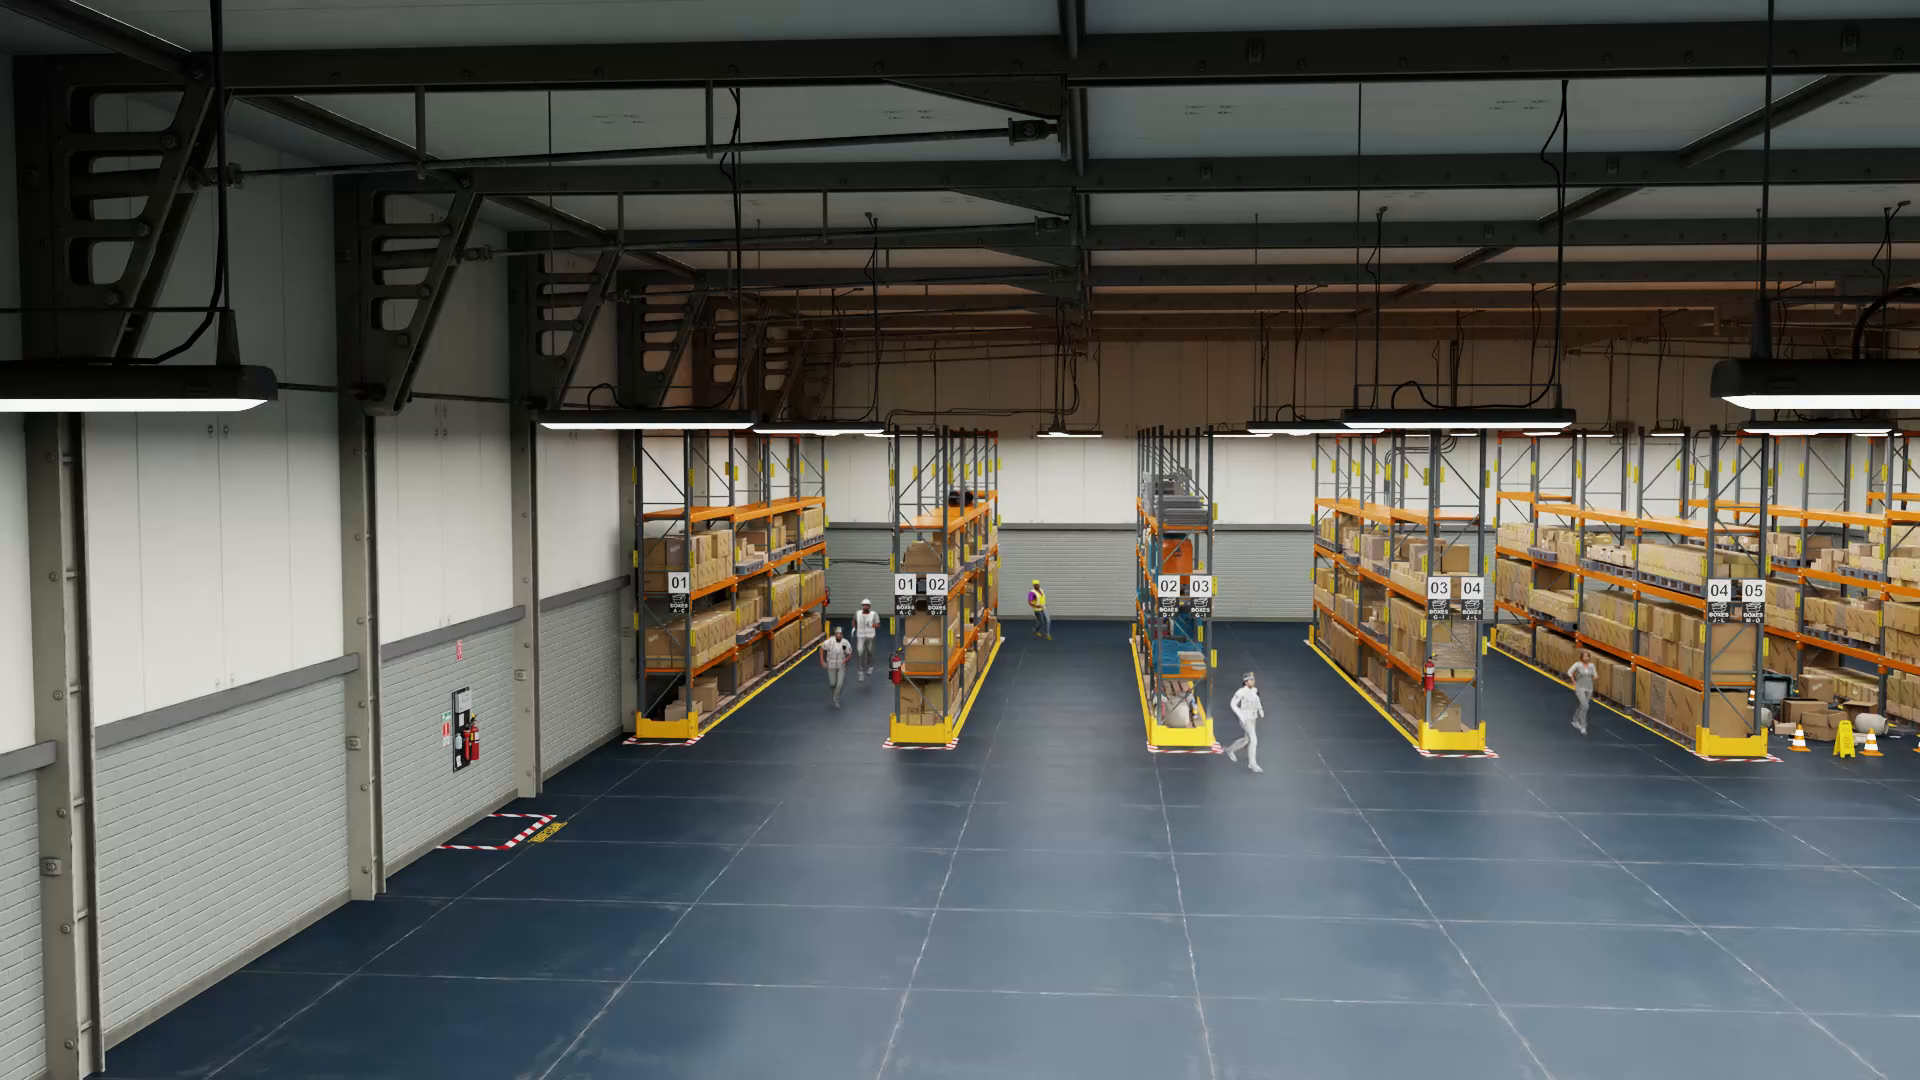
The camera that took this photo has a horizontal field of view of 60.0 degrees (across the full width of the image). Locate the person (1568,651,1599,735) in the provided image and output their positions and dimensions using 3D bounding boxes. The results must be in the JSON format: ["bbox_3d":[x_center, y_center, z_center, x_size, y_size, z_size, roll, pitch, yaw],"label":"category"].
[{"bbox_3d":[12.203,2.980,32.509,0.508,1.650,0.719,0,3,-6],"label":"person"}]

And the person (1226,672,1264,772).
[{"bbox_3d":[4.964,3.136,28.961,0.807,1.723,0.617,3,5,44],"label":"person"}]

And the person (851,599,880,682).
[{"bbox_3d":[-2.173,2.294,38.290,0.670,1.875,0.782,0,3,0],"label":"person"}]

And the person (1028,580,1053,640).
[{"bbox_3d":[2.264,1.997,47.556,0.711,1.724,0.796,-3,5,-43],"label":"person"}]

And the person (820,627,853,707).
[{"bbox_3d":[-2.663,2.725,35.831,0.702,1.739,0.700,0,3,-7],"label":"person"}]
